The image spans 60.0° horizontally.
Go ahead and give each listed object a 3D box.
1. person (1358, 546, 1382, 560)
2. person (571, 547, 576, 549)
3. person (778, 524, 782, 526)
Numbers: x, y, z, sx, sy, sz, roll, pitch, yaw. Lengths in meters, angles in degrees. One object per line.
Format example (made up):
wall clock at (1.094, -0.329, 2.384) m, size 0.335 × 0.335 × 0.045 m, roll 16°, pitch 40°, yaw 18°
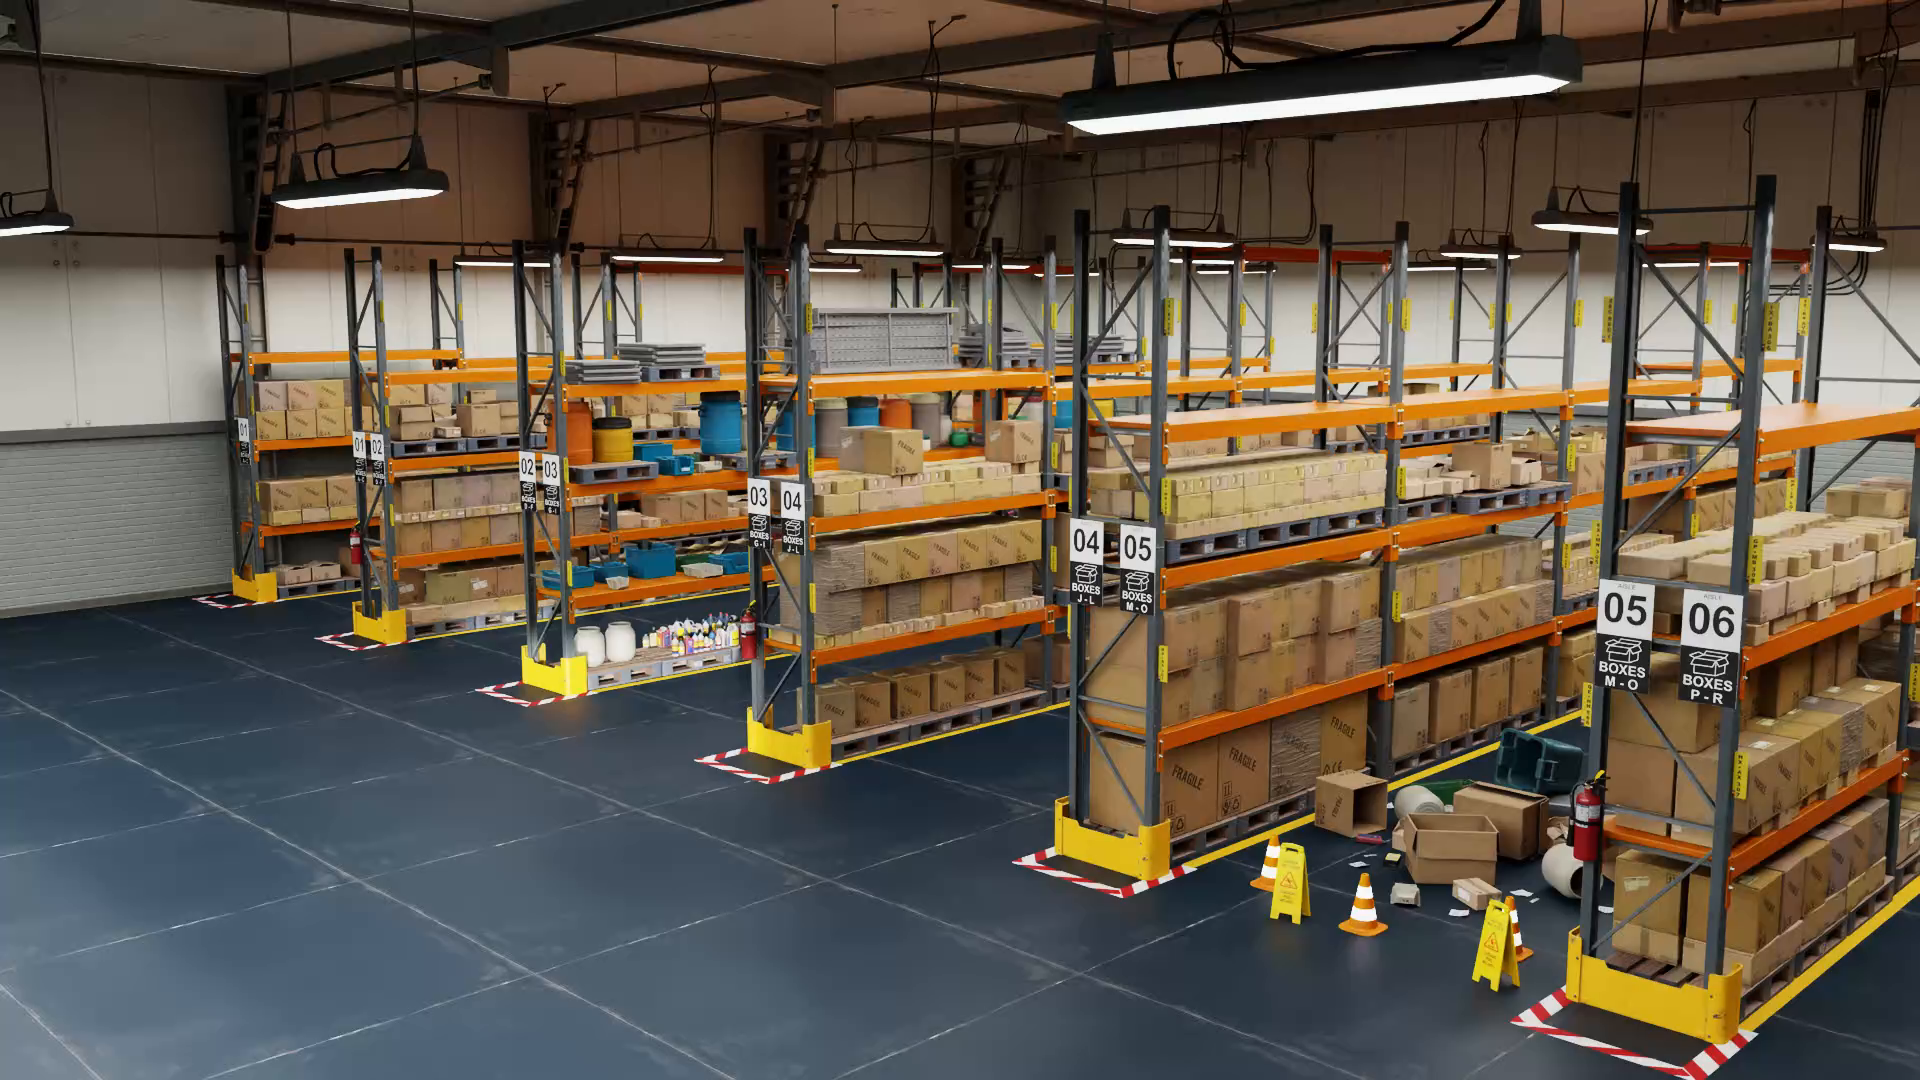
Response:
person at (6.202, 0.816, 24.582) m, size 0.973 × 1.824 × 0.727 m, roll -7°, pitch 11°, yaw -42°
person at (-7.280, 0.000, 30.824) m, size 0.613 × 1.649 × 0.705 m, roll 7°, pitch 10°, yaw 39°
person at (-2.918, 0.003, 28.282) m, size 0.654 × 1.889 × 0.701 m, roll 6°, pitch 10°, yaw 35°
